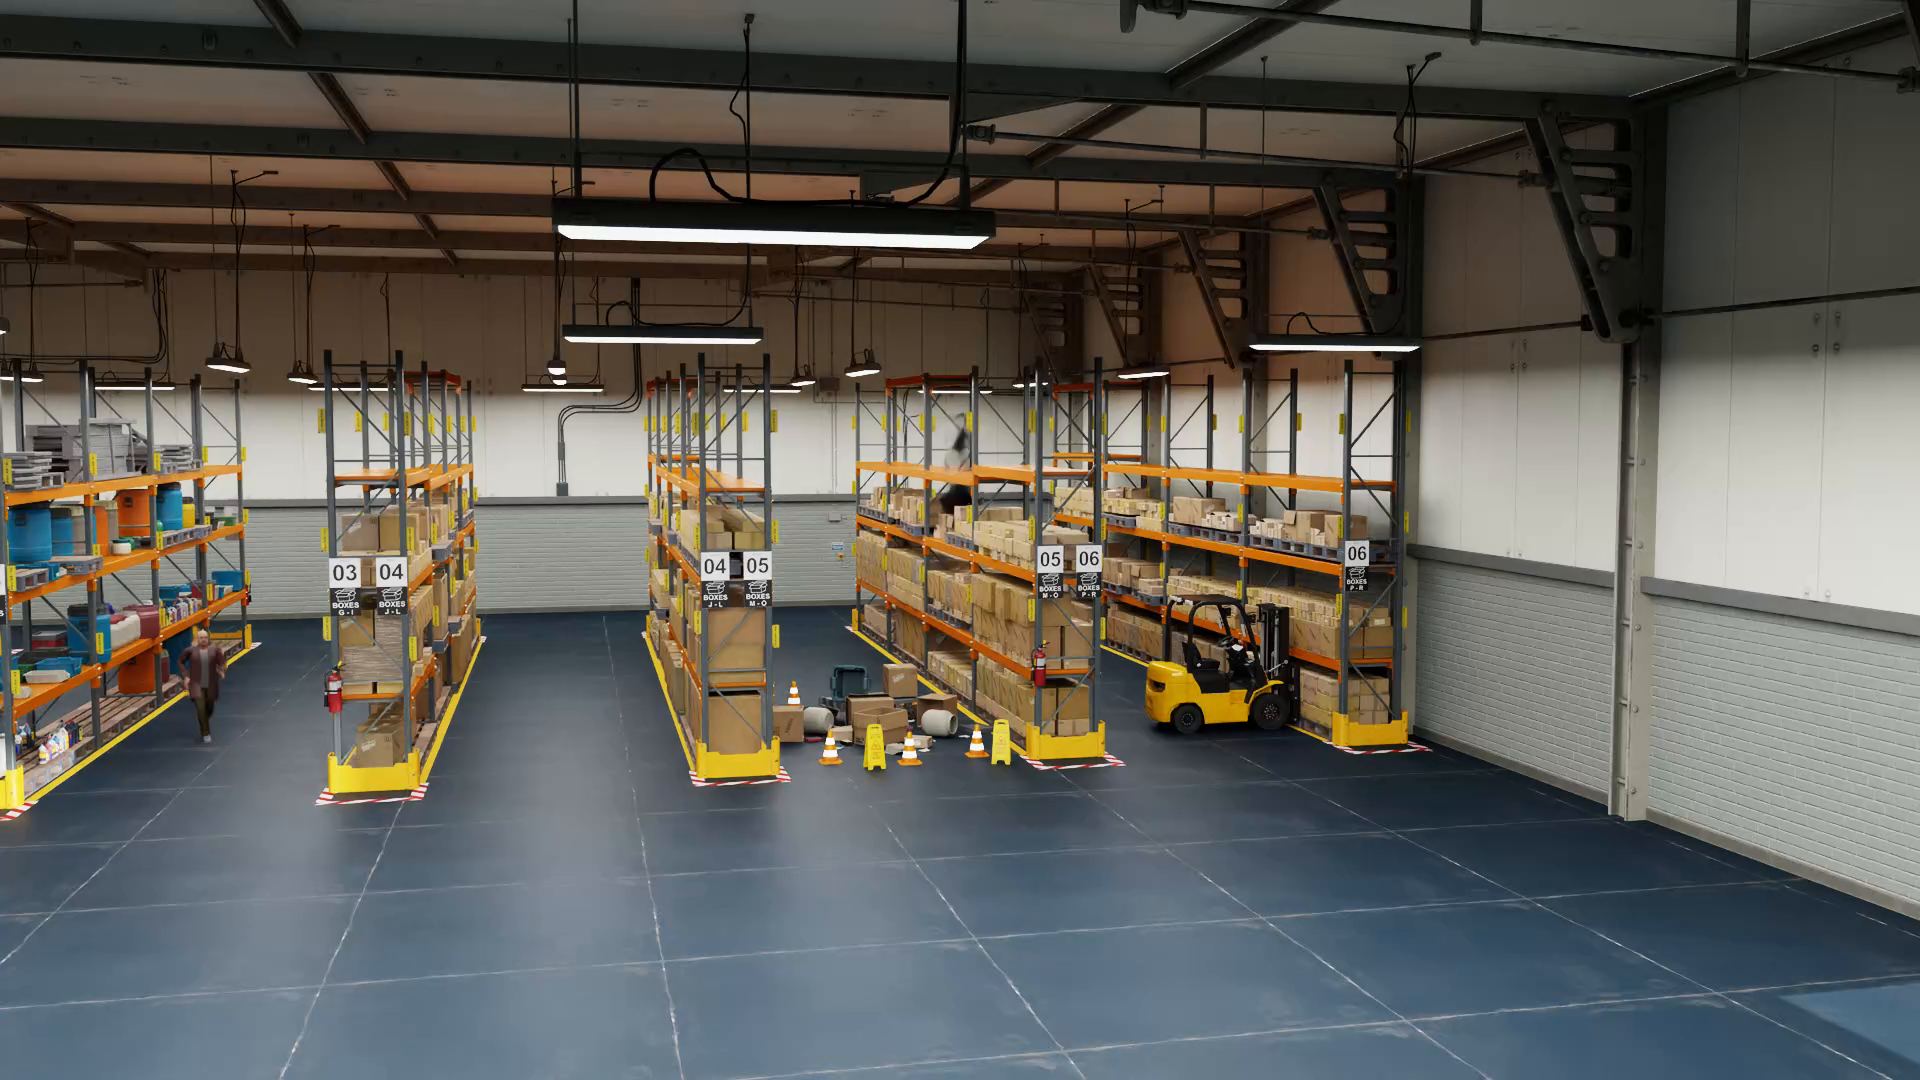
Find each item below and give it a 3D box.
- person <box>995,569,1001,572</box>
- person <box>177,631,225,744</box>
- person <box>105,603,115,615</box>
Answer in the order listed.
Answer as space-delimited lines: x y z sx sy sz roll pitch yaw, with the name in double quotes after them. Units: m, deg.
0.866 1.435 38.720 0.661 1.735 0.642 -2 5 -30 "person"
-12.019 2.299 26.364 0.693 1.762 0.957 -3 5 -35 "person"
-17.428 1.885 33.657 0.565 1.568 0.553 -1 4 -14 "person"
